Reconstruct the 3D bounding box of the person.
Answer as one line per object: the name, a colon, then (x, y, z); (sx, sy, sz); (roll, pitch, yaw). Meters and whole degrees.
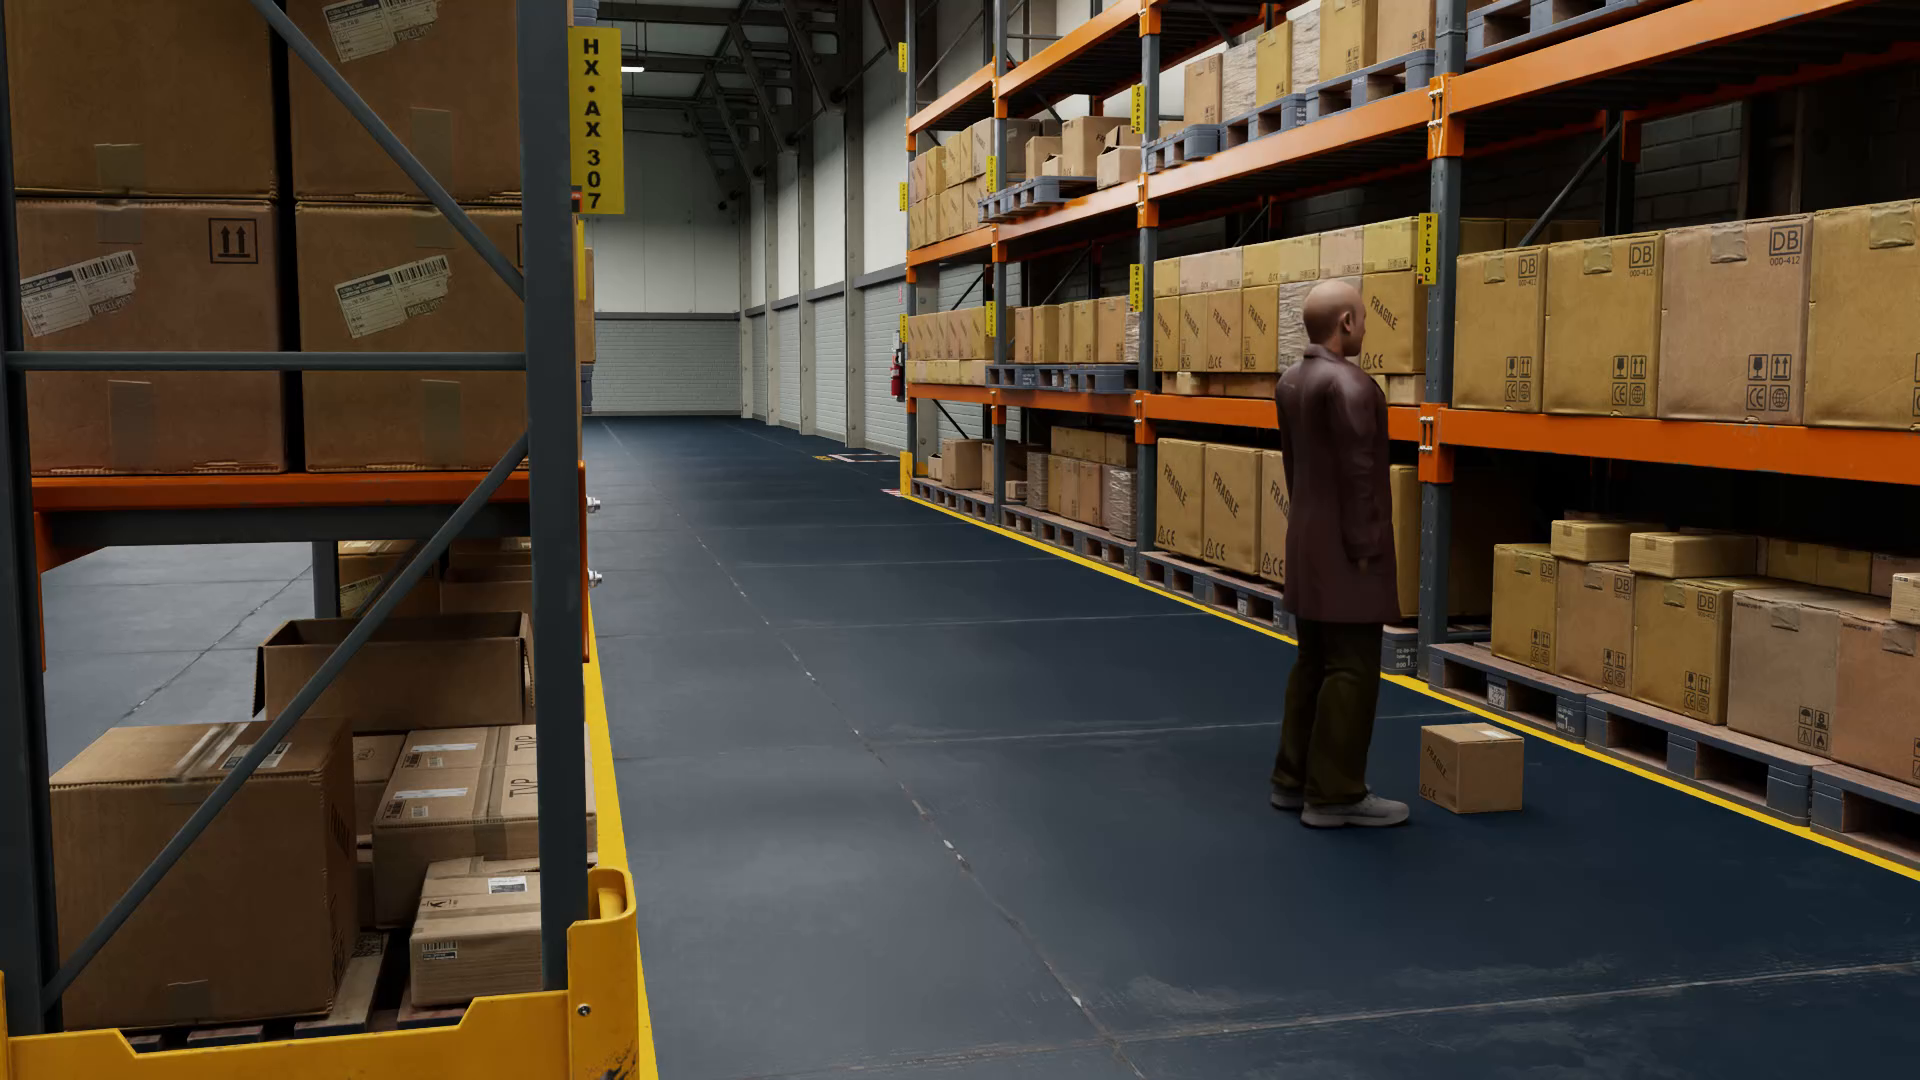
person: (1.266, 0.037, 5.534); (0.380, 1.779, 0.560); (-1, 6, -12)
